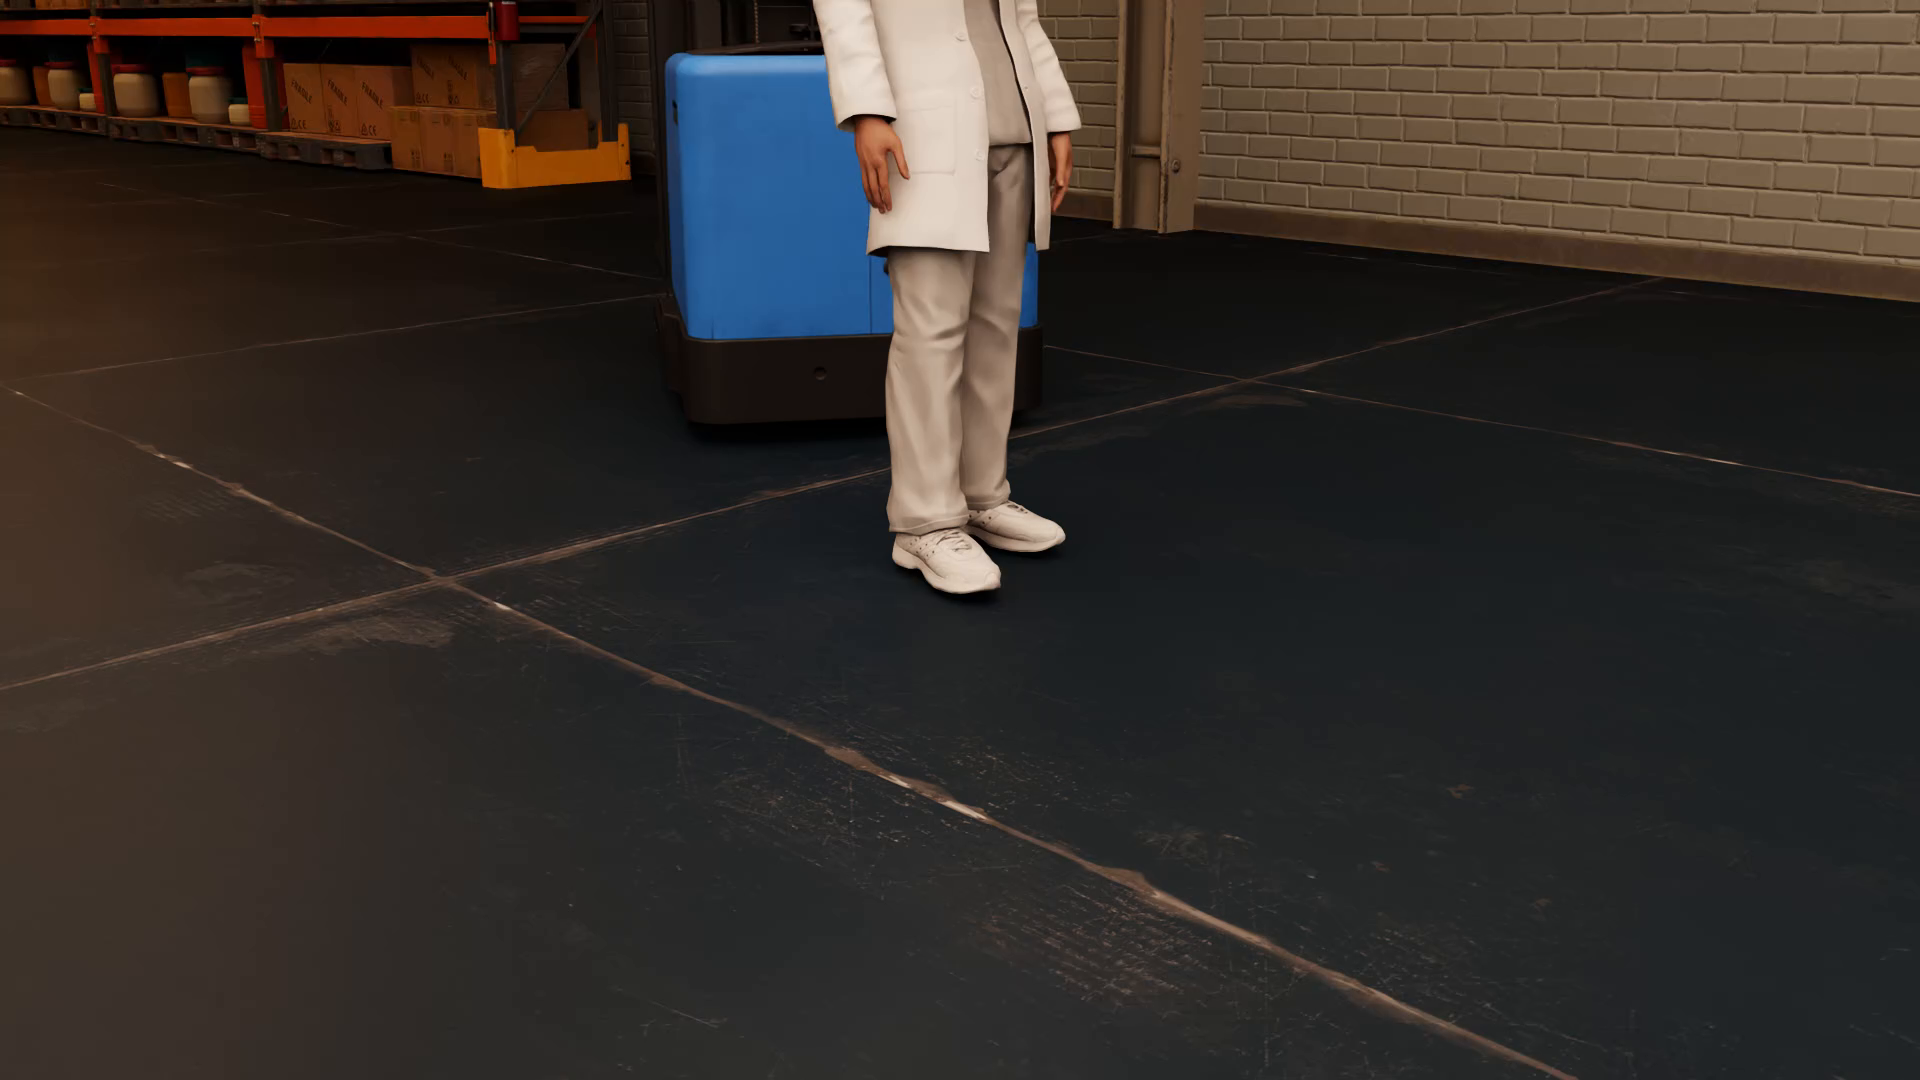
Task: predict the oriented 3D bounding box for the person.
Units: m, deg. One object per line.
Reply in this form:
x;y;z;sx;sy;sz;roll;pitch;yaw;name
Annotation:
0.063;-0.837;3.567;0.578;1.778;0.698;16;23;42;person

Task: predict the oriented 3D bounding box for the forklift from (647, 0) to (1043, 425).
-0.563;-2.120;5.797;1.130;2.935;3.031;-4;17;-11;forklift
